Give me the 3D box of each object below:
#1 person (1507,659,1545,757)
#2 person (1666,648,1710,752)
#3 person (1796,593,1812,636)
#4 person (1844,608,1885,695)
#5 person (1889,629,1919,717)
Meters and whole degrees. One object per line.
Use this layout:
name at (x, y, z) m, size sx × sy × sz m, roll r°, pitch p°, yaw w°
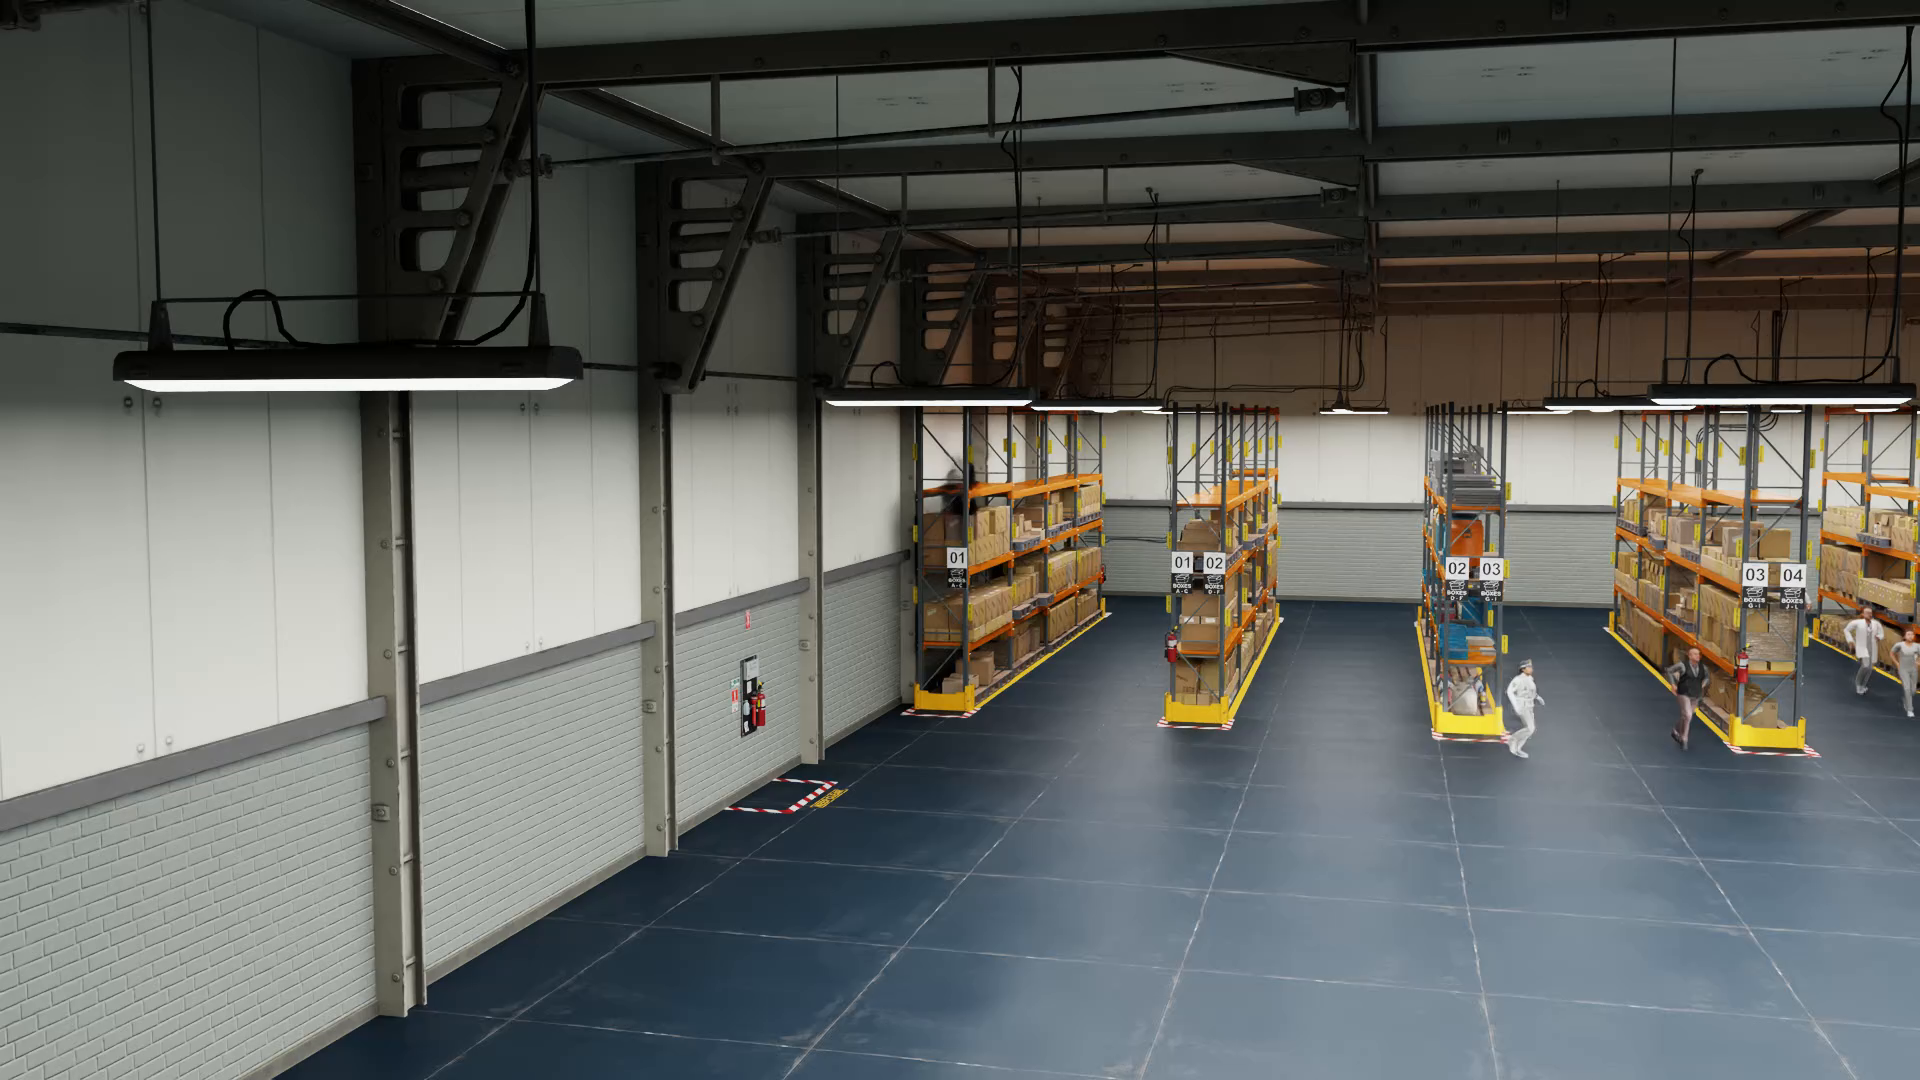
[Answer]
person at (9.536, 2.827, 28.005) m, size 0.630 × 1.664 × 0.536 m, roll -4°, pitch 6°, yaw -44°
person at (12.654, 2.750, 28.866) m, size 0.663 × 1.764 × 0.789 m, roll -1°, pitch 4°, yaw -8°
person at (20.384, 1.853, 40.525) m, size 0.675 × 1.748 × 0.847 m, roll 1°, pitch 4°, yaw 13°
person at (18.718, 2.304, 34.351) m, size 0.673 × 1.800 × 0.773 m, roll 0°, pitch 4°, yaw 4°
person at (18.206, 2.528, 31.971) m, size 0.576 × 1.654 × 0.797 m, roll 1°, pitch 4°, yaw 14°
